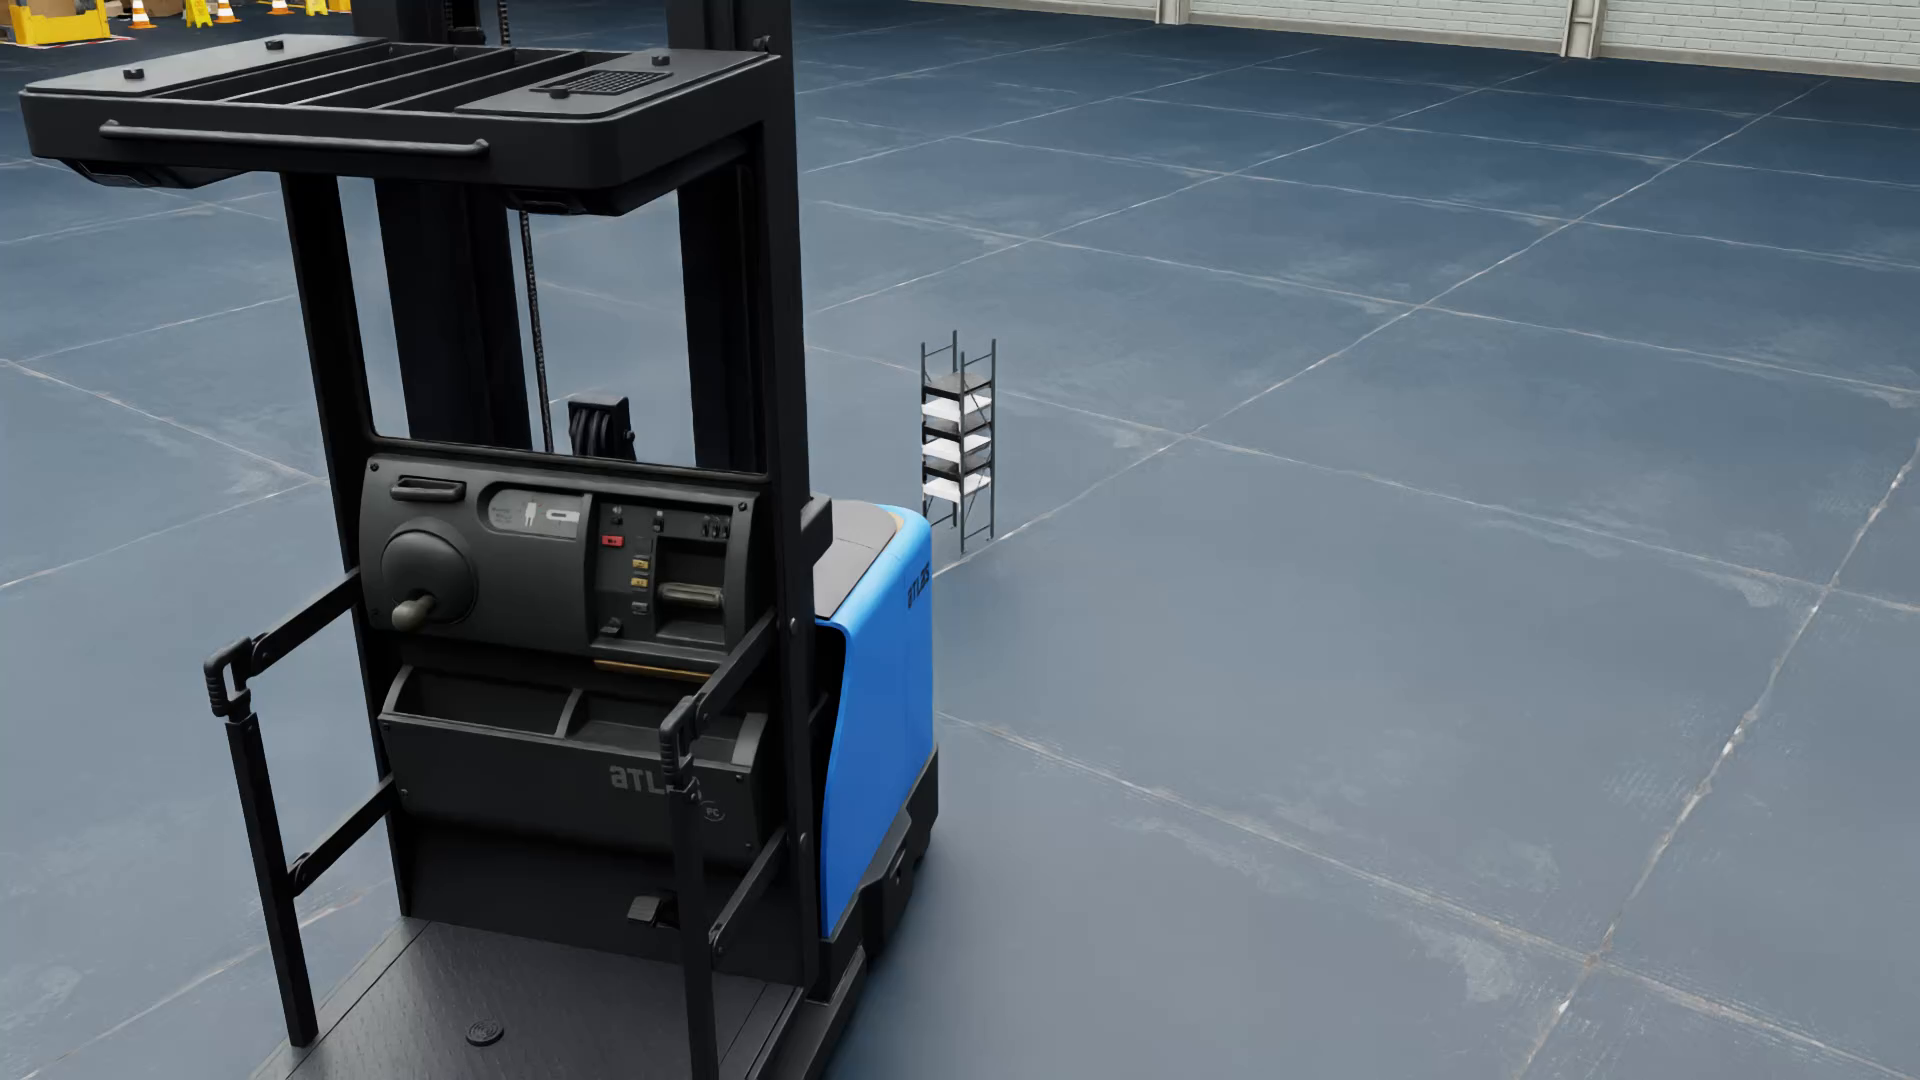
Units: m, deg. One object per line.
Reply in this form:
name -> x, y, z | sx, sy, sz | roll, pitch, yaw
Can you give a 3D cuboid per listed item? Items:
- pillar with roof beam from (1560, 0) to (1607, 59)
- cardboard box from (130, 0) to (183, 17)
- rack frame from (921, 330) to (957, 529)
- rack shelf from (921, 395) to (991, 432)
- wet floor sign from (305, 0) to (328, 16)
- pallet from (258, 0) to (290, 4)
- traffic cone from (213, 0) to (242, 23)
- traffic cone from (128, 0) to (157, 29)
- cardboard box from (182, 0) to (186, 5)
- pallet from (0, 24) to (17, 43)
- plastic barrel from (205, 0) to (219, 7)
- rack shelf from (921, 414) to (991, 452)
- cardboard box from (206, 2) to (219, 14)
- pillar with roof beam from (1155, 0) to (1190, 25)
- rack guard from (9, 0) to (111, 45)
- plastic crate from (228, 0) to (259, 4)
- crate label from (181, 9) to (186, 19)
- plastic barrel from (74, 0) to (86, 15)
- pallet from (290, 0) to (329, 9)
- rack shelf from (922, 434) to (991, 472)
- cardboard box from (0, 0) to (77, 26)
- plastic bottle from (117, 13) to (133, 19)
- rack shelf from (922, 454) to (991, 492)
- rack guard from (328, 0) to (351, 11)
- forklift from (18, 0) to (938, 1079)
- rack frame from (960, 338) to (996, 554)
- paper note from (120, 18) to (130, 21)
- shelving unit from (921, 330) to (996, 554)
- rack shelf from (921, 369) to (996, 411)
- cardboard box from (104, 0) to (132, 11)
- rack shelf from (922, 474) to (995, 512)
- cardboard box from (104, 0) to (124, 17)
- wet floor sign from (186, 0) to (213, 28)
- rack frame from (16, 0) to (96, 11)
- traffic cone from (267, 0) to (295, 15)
pillar with roof beam -> 5.359, -8.927, 16.350 | 0.400, 9.000, 9.100 | 17, 29, 33
cardboard box -> -12.344, -8.327, 25.526 | 0.637, 0.503, 0.797 | -1, 24, -3
rack frame -> -0.088, -0.438, 7.129 | 0.006, 0.900, 0.240 | 17, 29, 33
rack shelf -> -0.006, -0.548, 7.014 | 0.200, 0.077, 0.258 | 17, 29, 33
wet floor sign -> -9.910, -8.393, 25.499 | 0.267, 0.644, 0.232 | -15, 28, -30
pallet -> -11.082, -9.107, 27.658 | 1.213, 0.211, 1.003 | 17, 29, 33
traffic cone -> -10.932, -7.948, 24.716 | 0.334, 0.463, 0.336 | 17, 29, 33
traffic cone -> -11.881, -7.666, 24.075 | 0.334, 0.463, 0.336 | 17, 29, 33
cardboard box -> -12.580, -8.988, 27.027 | 0.500, 0.500, 0.500 | -5, 24, -12
pallet -> -12.995, -7.132, 23.176 | 1.213, 0.211, 1.003 | 17, 29, 33
plastic barrel -> -11.981, -8.694, 26.457 | 0.512, 0.421, 0.421 | -5, 24, -12
rack shelf -> -0.006, -0.466, 7.050 | 0.200, 0.077, 0.258 | 17, 29, 33
cardboard box -> -11.680, -8.222, 25.727 | 0.380, 0.149, 0.250 | -10, 26, -21
pillar with roof beam -> 0.558, -10.378, 19.643 | 0.400, 9.000, 9.100 | 17, 29, 33
rack guard -> -12.289, -7.091, 22.723 | 0.348, 0.500, 1.175 | 17, 29, 33
plastic crate -> -11.856, -8.849, 27.234 | 0.583, 0.080, 0.402 | 7, 25, 15
crate label -> -11.598, -7.969, 25.168 | 0.298, 0.136, 0.250 | 3, 24, 6
plastic barrel -> -13.681, -8.249, 25.448 | 0.512, 0.421, 0.421 | -5, 24, -12
pallet -> -10.110, -8.812, 26.988 | 1.213, 0.211, 1.003 | 17, 29, 33
rack shelf -> -0.006, -0.383, 7.086 | 0.200, 0.077, 0.258 | 17, 29, 33
cardboard box -> -12.890, -7.603, 22.900 | 0.875, 0.875, 0.875 | 17, 29, 34
plastic bottle -> -12.659, -7.940, 25.195 | 0.283, 0.061, 0.133 | 7, 25, 15
rack shelf -> -0.006, -0.301, 7.123 | 0.200, 0.077, 0.258 | 17, 29, 33
rack guard -> -9.481, -8.736, 26.458 | 0.348, 0.500, 1.175 | 17, 29, 33
forklift -> -0.944, 0.072, 3.451 | 1.130, 2.935, 3.031 | 6, 25, 14
rack frame -> 0.075, -0.389, 7.017 | 0.006, 0.900, 0.240 | 17, 29, 33
paper note -> -12.511, -7.798, 24.912 | 0.144, 0.017, 0.142 | -15, 28, -30
shelving unit -> -0.006, -0.414, 7.073 | 0.210, 0.900, 0.258 | 17, 29, 33
rack shelf -> -0.006, -0.630, 6.978 | 0.200, 0.077, 0.258 | 17, 29, 33
cardboard box -> -13.097, -8.613, 26.006 | 0.503, 0.637, 0.797 | 17, 29, 33
rack shelf -> -0.006, -0.219, 7.159 | 0.200, 0.077, 0.258 | 17, 29, 33
cardboard box -> -13.029, -8.135, 25.384 | 0.396, 0.266, 0.258 | -21, 31, -39
wet floor sign -> -11.097, -7.795, 24.141 | 0.232, 0.644, 0.267 | 12, 26, 24
rack frame -> -12.308, -8.240, 22.232 | 0.127, 3.000, 1.000 | 17, 29, 33
traffic cone -> -10.538, -8.389, 25.715 | 0.334, 0.463, 0.336 | 17, 29, 33
